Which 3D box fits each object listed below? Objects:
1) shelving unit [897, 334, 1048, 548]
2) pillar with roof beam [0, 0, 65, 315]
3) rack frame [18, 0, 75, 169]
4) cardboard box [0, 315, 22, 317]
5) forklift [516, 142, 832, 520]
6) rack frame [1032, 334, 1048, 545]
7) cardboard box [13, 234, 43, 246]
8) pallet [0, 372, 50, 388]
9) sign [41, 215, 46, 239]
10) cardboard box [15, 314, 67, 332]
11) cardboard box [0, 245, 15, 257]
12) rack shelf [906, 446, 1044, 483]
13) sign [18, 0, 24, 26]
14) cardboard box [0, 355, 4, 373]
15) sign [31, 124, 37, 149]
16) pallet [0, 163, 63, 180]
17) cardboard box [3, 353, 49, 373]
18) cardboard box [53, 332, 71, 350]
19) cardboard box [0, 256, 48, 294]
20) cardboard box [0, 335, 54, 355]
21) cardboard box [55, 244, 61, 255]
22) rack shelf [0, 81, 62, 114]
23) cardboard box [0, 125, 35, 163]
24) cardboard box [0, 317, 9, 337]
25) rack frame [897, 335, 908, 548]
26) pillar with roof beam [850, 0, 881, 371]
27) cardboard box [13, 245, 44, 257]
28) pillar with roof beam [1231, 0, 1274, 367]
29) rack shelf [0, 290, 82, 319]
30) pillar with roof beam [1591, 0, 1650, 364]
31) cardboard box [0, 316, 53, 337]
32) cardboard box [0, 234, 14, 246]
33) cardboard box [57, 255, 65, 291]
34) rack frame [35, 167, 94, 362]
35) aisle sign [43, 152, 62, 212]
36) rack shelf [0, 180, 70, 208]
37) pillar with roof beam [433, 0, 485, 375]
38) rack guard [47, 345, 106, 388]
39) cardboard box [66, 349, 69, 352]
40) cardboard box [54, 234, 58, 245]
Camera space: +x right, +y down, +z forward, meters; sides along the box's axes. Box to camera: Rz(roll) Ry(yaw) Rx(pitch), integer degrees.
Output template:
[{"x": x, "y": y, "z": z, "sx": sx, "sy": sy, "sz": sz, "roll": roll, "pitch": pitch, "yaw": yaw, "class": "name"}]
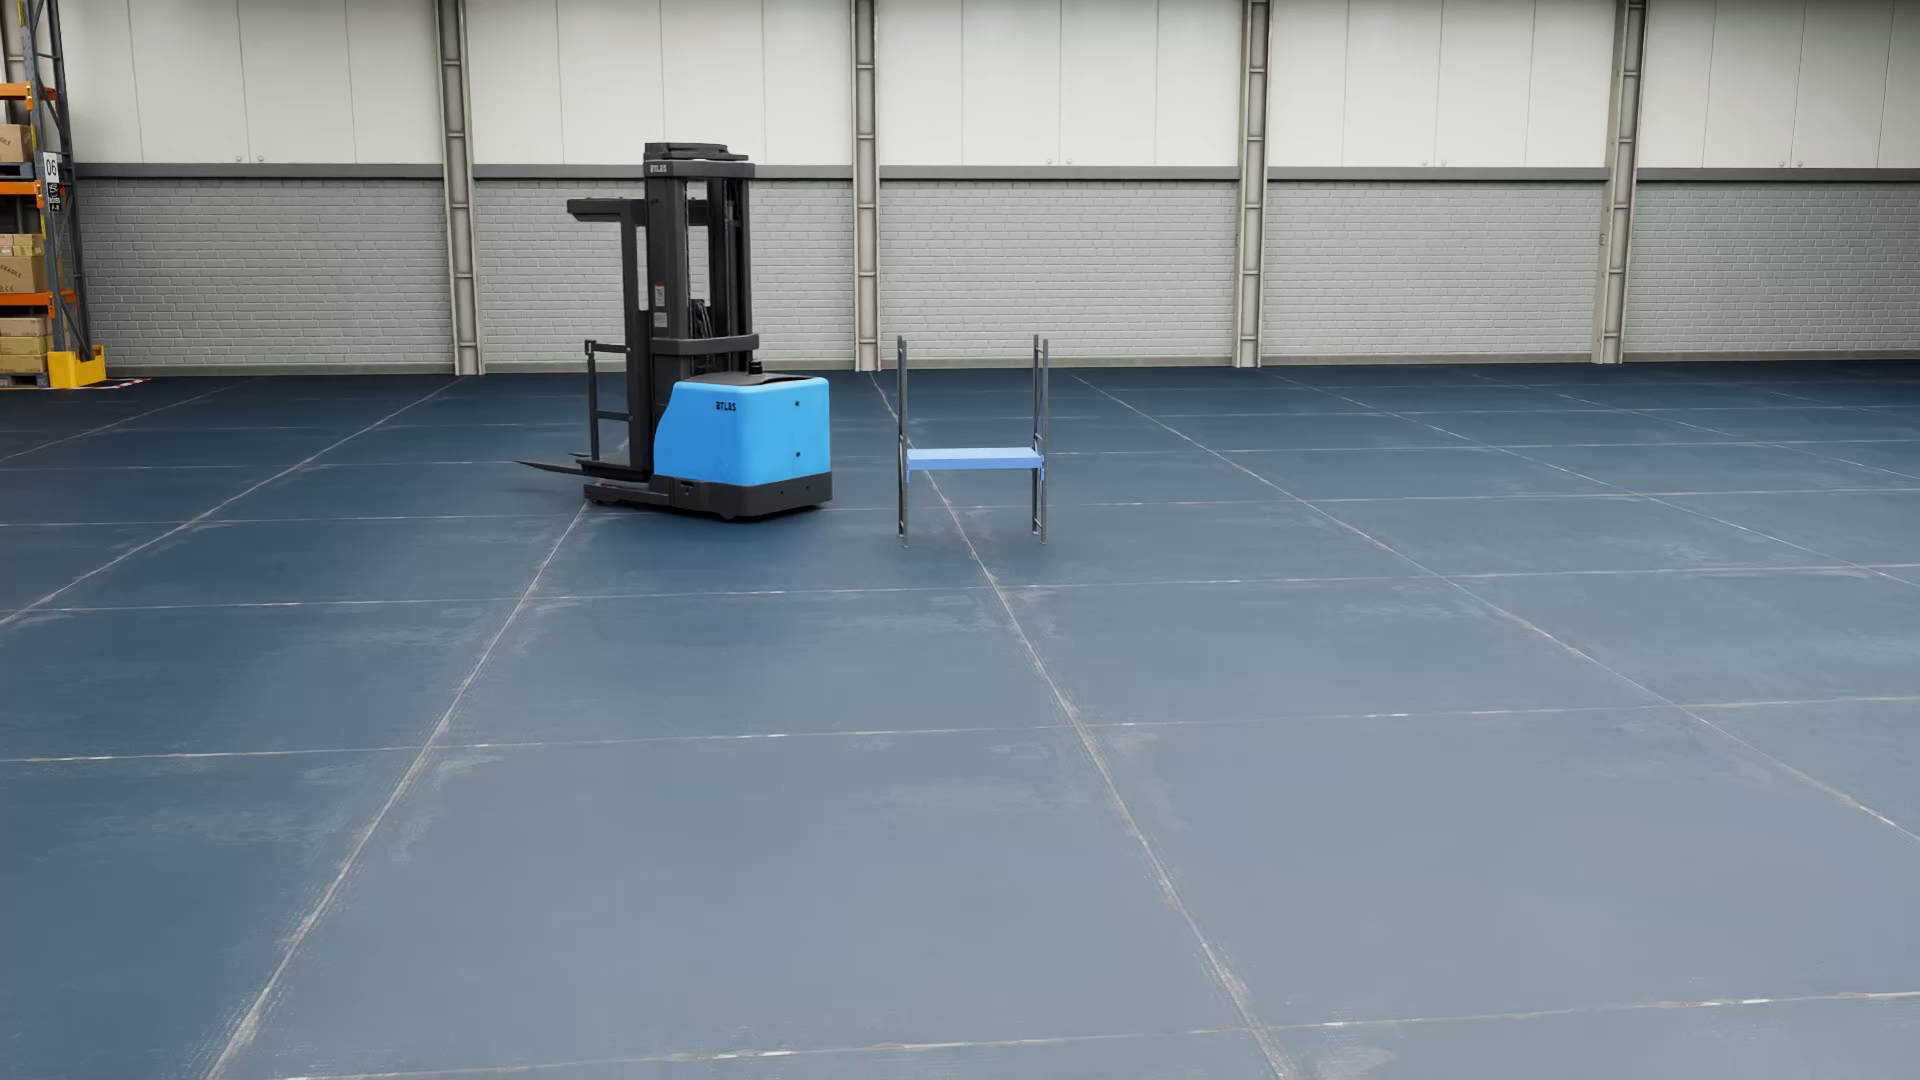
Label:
[{"x": 0.085, "y": -0.738, "z": 12.232, "sx": 1.048, "sy": 1.500, "sz": 0.538, "roll": -1, "pitch": 11, "yaw": -6, "class": "shelving unit"}, {"x": -12.892, "y": -5.971, "z": 19.413, "sx": 0.400, "sy": 9.000, "sz": 9.100, "roll": -1, "pitch": 11, "yaw": -6, "class": "pillar with roof beam"}, {"x": -12.568, "y": -6.638, "z": 22.807, "sx": 0.127, "sy": 3.000, "sz": 1.000, "roll": -1, "pitch": 11, "yaw": -6, "class": "rack frame"}, {"x": -13.562, "y": -3.057, "z": 23.591, "sx": 0.500, "sy": 0.250, "sz": 0.500, "roll": -1, "pitch": 11, "yaw": -6, "class": "cardboard box"}, {"x": -2.536, "y": -1.798, "z": 13.913, "sx": 3.031, "sy": 2.935, "sz": 1.130, "roll": 8, "pitch": 14, "yaw": 36, "class": "forklift"}, {"x": 0.590, "y": -0.748, "z": 12.286, "sx": 0.032, "sy": 1.500, "sz": 0.500, "roll": -1, "pitch": 11, "yaw": -6, "class": "rack frame"}, {"x": -12.901, "y": -4.160, "z": 23.041, "sx": 0.250, "sy": 0.149, "sz": 0.380, "roll": -1, "pitch": 11, "yaw": -6, "class": "cardboard box"}, {"x": -13.323, "y": -2.303, "z": 23.533, "sx": 1.213, "sy": 0.211, "sz": 1.003, "roll": -1, "pitch": 11, "yaw": -6, "class": "pallet"}, {"x": -12.523, "y": -4.275, "z": 22.720, "sx": 0.005, "sy": 0.325, "sz": 0.100, "roll": -1, "pitch": 11, "yaw": -6, "class": "sign"}, {"x": -13.066, "y": -3.068, "z": 23.648, "sx": 0.500, "sy": 0.250, "sz": 0.500, "roll": -1, "pitch": 11, "yaw": -7, "class": "cardboard box"}, {"x": -13.133, "y": -3.990, "z": 22.947, "sx": 0.250, "sy": 0.149, "sz": 0.380, "roll": -1, "pitch": 11, "yaw": -5, "class": "cardboard box"}, {"x": 0.085, "y": -0.561, "z": 12.267, "sx": 1.000, "sy": 0.185, "sz": 0.538, "roll": -1, "pitch": 11, "yaw": -6, "class": "rack shelf"}, {"x": -12.523, "y": -7.031, "z": 22.178, "sx": 0.005, "sy": 0.325, "sz": 0.100, "roll": -1, "pitch": 11, "yaw": -6, "class": "sign"}, {"x": -13.496, "y": -2.473, "z": 23.209, "sx": 0.500, "sy": 0.250, "sz": 0.500, "roll": -1, "pitch": 11, "yaw": -6, "class": "cardboard box"}, {"x": -12.523, "y": -5.458, "z": 22.488, "sx": 0.005, "sy": 0.325, "sz": 0.100, "roll": -1, "pitch": 11, "yaw": -6, "class": "sign"}, {"x": -13.273, "y": -5.113, "z": 23.055, "sx": 1.213, "sy": 0.211, "sz": 1.003, "roll": -1, "pitch": 11, "yaw": -6, "class": "pallet"}, {"x": -13.001, "y": -2.481, "z": 23.252, "sx": 0.500, "sy": 0.250, "sz": 0.500, "roll": -1, "pitch": 11, "yaw": -6, "class": "cardboard box"}, {"x": -13.058, "y": -2.827, "z": 23.715, "sx": 0.500, "sy": 0.250, "sz": 0.500, "roll": -1, "pitch": 11, "yaw": -5, "class": "cardboard box"}, {"x": -13.029, "y": -3.683, "z": 23.068, "sx": 0.500, "sy": 0.500, "sz": 0.500, "roll": -1, "pitch": 11, "yaw": -7, "class": "cardboard box"}, {"x": -13.018, "y": -2.727, "z": 23.206, "sx": 0.500, "sy": 0.250, "sz": 0.500, "roll": -1, "pitch": 11, "yaw": -7, "class": "cardboard box"}, {"x": -12.933, "y": -4.105, "z": 23.531, "sx": 0.250, "sy": 0.149, "sz": 0.380, "roll": -1, "pitch": 11, "yaw": -8, "class": "cardboard box"}, {"x": -14.556, "y": -6.047, "z": 22.703, "sx": 4.000, "sy": 0.370, "sz": 1.077, "roll": -1, "pitch": 11, "yaw": -6, "class": "rack shelf"}, {"x": -12.981, "y": -5.415, "z": 22.752, "sx": 0.500, "sy": 0.500, "sz": 0.500, "roll": -1, "pitch": 11, "yaw": -4, "class": "cardboard box"}, {"x": -13.499, "y": -2.961, "z": 23.101, "sx": 0.500, "sy": 0.250, "sz": 0.500, "roll": -1, "pitch": 11, "yaw": -5, "class": "cardboard box"}, {"x": -0.421, "y": -0.727, "z": 12.179, "sx": 0.032, "sy": 1.500, "sz": 0.500, "roll": -1, "pitch": 11, "yaw": -6, "class": "rack frame"}, {"x": -0.963, "y": -6.221, "z": 20.685, "sx": 0.400, "sy": 9.000, "sz": 9.100, "roll": -1, "pitch": 11, "yaw": -6, "class": "pillar with roof beam"}, {"x": -12.882, "y": -4.001, "z": 23.003, "sx": 0.250, "sy": 0.149, "sz": 0.380, "roll": -1, "pitch": 11, "yaw": -5, "class": "cardboard box"}, {"x": 5.002, "y": -6.346, "z": 21.320, "sx": 0.400, "sy": 9.000, "sz": 9.100, "roll": -1, "pitch": 11, "yaw": -6, "class": "pillar with roof beam"}, {"x": -14.556, "y": -3.300, "z": 23.243, "sx": 4.000, "sy": 0.370, "sz": 1.077, "roll": -1, "pitch": 11, "yaw": -6, "class": "rack shelf"}, {"x": 10.967, "y": -6.471, "z": 21.956, "sx": 0.400, "sy": 9.000, "sz": 9.100, "roll": -1, "pitch": 11, "yaw": -6, "class": "pillar with roof beam"}, {"x": -12.992, "y": -2.973, "z": 23.161, "sx": 0.500, "sy": 0.250, "sz": 0.500, "roll": -1, "pitch": 11, "yaw": -4, "class": "cardboard box"}, {"x": -13.143, "y": -4.149, "z": 22.985, "sx": 0.250, "sy": 0.149, "sz": 0.380, "roll": -1, "pitch": 11, "yaw": -6, "class": "cardboard box"}, {"x": -13.090, "y": -3.787, "z": 23.595, "sx": 0.500, "sy": 0.500, "sz": 0.500, "roll": -1, "pitch": 11, "yaw": -4, "class": "cardboard box"}, {"x": -12.568, "y": -3.695, "z": 23.386, "sx": 0.127, "sy": 3.000, "sz": 1.000, "roll": -1, "pitch": 11, "yaw": -6, "class": "rack frame"}, {"x": -12.471, "y": -4.915, "z": 22.855, "sx": 0.004, "sy": 0.787, "sz": 0.394, "roll": -1, "pitch": 11, "yaw": -6, "class": "aisle sign"}, {"x": -14.556, "y": -4.772, "z": 22.954, "sx": 4.000, "sy": 0.370, "sz": 1.077, "roll": -1, "pitch": 11, "yaw": -6, "class": "rack shelf"}, {"x": -6.927, "y": -6.096, "z": 20.049, "sx": 0.400, "sy": 9.000, "sz": 9.100, "roll": -1, "pitch": 11, "yaw": -6, "class": "pillar with roof beam"}, {"x": -12.544, "y": -2.469, "z": 23.629, "sx": 0.348, "sy": 0.500, "sz": 1.175, "roll": -1, "pitch": 11, "yaw": -6, "class": "rack guard"}, {"x": -13.077, "y": -2.579, "z": 23.749, "sx": 0.500, "sy": 0.250, "sz": 0.500, "roll": -1, "pitch": 11, "yaw": -6, "class": "cardboard box"}, {"x": -12.925, "y": -4.242, "z": 23.458, "sx": 0.250, "sy": 0.149, "sz": 0.380, "roll": -1, "pitch": 11, "yaw": -7, "class": "cardboard box"}]
